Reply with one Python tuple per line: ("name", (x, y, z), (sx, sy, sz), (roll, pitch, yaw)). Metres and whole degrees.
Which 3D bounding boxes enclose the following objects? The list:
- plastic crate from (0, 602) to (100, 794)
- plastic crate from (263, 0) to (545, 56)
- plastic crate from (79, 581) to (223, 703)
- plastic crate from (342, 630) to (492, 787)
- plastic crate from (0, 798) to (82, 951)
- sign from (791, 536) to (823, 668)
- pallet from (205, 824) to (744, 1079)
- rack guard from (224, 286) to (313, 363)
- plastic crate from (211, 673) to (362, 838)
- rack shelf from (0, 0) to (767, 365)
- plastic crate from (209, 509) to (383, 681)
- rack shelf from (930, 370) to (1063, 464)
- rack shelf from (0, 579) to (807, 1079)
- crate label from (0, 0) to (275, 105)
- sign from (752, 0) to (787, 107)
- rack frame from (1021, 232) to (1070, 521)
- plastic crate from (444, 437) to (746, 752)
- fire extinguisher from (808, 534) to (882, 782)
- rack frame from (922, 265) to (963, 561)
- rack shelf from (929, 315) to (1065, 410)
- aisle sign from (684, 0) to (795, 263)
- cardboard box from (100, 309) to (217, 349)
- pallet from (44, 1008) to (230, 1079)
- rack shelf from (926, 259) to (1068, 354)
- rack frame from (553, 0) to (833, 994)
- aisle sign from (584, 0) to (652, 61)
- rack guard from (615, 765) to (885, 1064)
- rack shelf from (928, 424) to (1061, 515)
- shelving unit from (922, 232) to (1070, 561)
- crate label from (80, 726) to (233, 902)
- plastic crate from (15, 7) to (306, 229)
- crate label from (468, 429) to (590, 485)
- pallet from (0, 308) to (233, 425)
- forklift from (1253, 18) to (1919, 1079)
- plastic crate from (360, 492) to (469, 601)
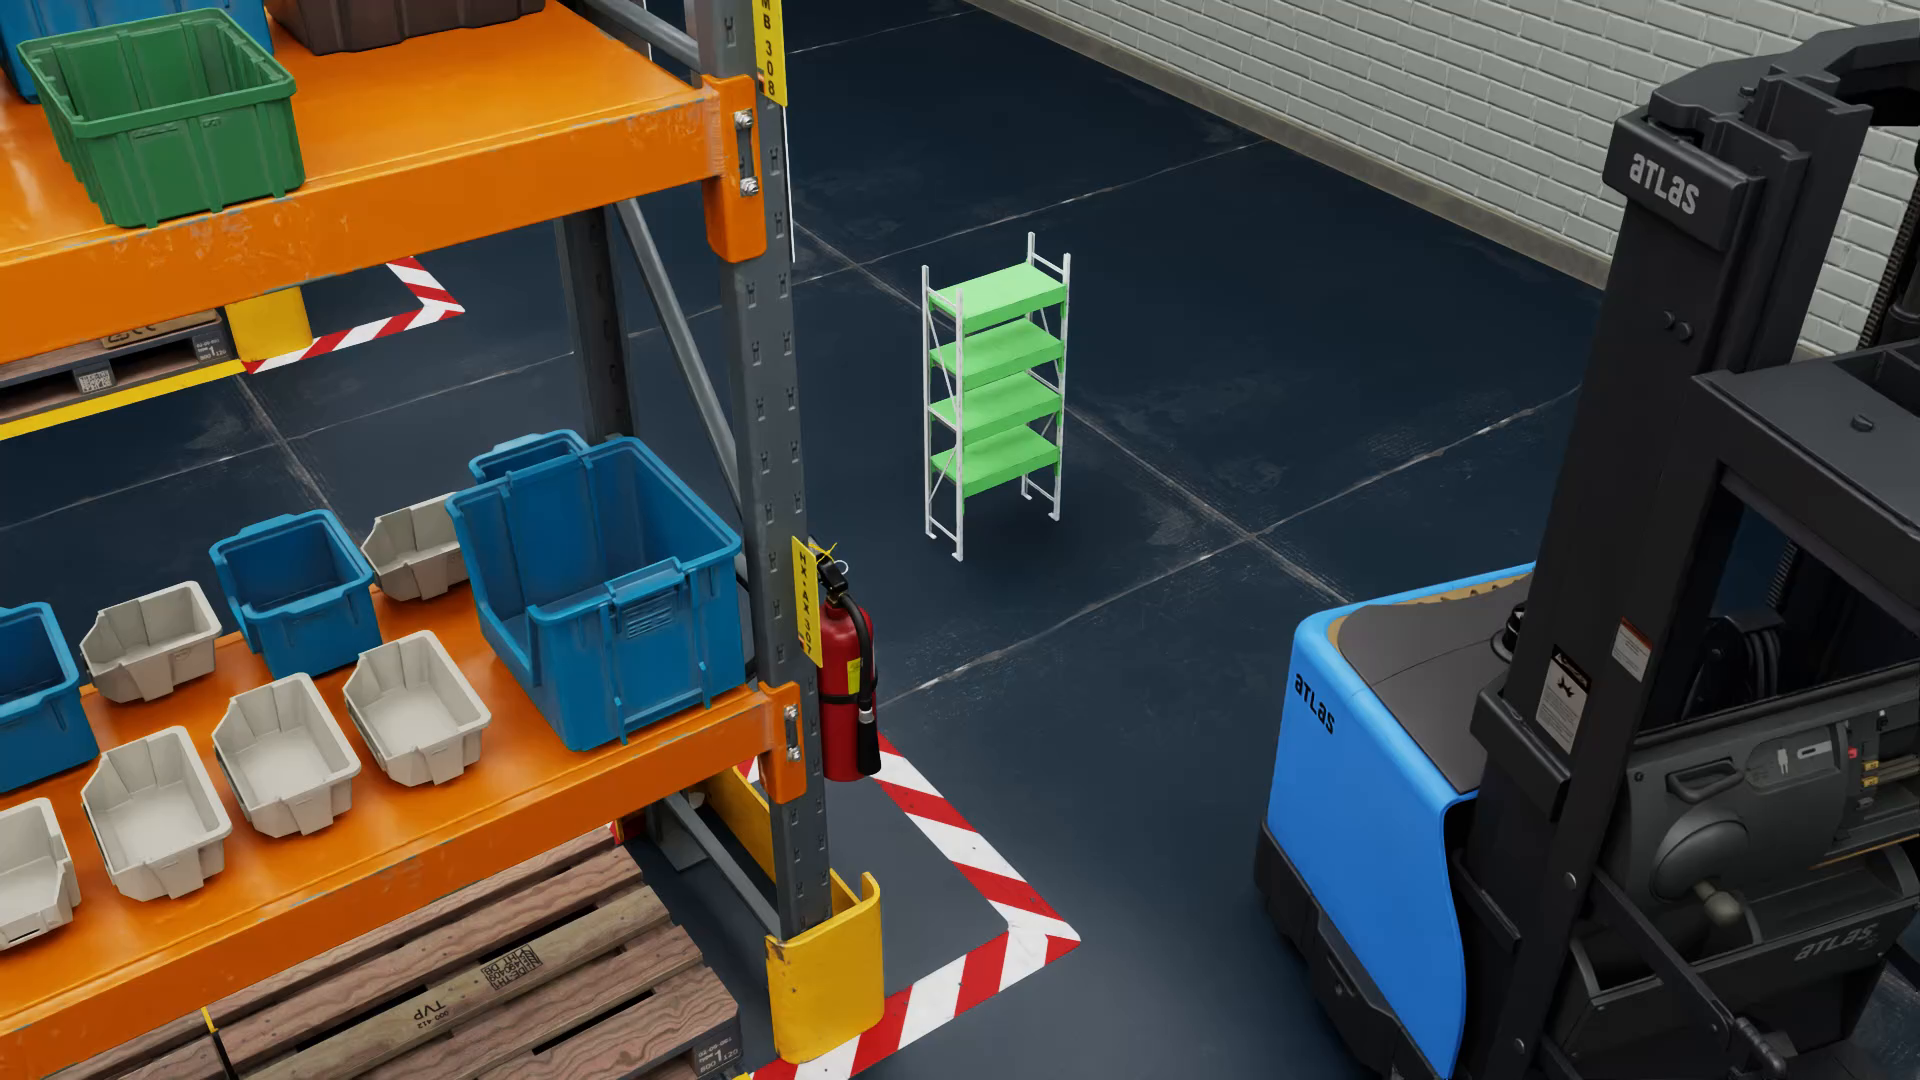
("plastic crate", (-2.150, 0.367, 3.762), (0.300, 0.233, 0.416), (-22, 41, -28))
("plastic crate", (-1.158, -1.213, 3.411), (0.590, 0.269, 0.497), (-22, 41, -28))
("plastic crate", (-1.938, 0.260, 3.994), (0.298, 0.136, 0.250), (-22, 41, -28))
("plastic crate", (-1.245, 0.398, 3.802), (0.243, 0.136, 0.396), (-22, 41, -28))
("plastic crate", (-1.935, 0.703, 3.378), (0.250, 0.136, 0.298), (-22, 41, -28))
("sign", (-0.352, 0.146, 3.839), (0.005, 0.325, 0.100), (-22, 41, -28))
("pallet", (-1.379, 1.346, 4.698), (1.213, 0.211, 1.003), (-22, 41, -28))
("rack guard", (-3.595, -1.370, 8.227), (0.348, 0.500, 1.175), (-22, 41, -28))
("plastic crate", (-1.490, 0.489, 3.676), (0.243, 0.136, 0.396), (-22, 41, -28))
("rack shelf", (-2.317, -0.298, 2.643), (4.000, 0.370, 1.077), (-22, 41, -28))
("plastic crate", (-1.612, 0.146, 4.070), (0.300, 0.233, 0.416), (-22, 41, -28))
("rack shelf", (0.135, -0.491, 6.514), (0.480, 0.148, 0.258), (-22, 41, -28))
("rack shelf", (-2.317, 0.920, 3.518), (4.000, 0.370, 1.077), (-22, 41, -28))
("crate label", (-1.623, -1.046, 3.194), (0.502, 0.251, 0.408), (-22, 41, -28))
("sign", (-0.352, -0.963, 3.041), (0.005, 0.325, 0.100), (-22, 41, -28))
("rack frame", (0.335, -0.625, 6.591), (0.015, 1.200, 0.240), (-22, 41, -28))
("plastic crate", (-0.849, 0.118, 3.935), (0.499, 0.435, 0.616), (-22, 41, -28))
("fire extinguisher", (-0.298, 0.304, 4.144), (0.183, 0.674, 0.296), (-22, 41, -28))
("rack frame", (-0.064, -0.461, 6.363), (0.015, 1.200, 0.240), (-22, 41, -28))
("rack shelf", (0.135, -0.686, 6.374), (0.480, 0.148, 0.258), (-22, 41, -28))
("aisle sign", (-0.455, -0.985, 3.324), (0.004, 0.787, 0.394), (-22, 41, -28))
("cardboard box", (-3.836, -1.274, 7.716), (0.500, 0.500, 0.500), (-22, 41, -28))
("pallet", (-2.375, 1.754, 4.131), (1.213, 0.211, 1.003), (-22, 41, -28))
("rack shelf", (0.135, -0.881, 6.234), (0.480, 0.148, 0.258), (-22, 41, -28))
("rack frame", (-0.683, -0.045, 4.244), (0.127, 3.000, 1.000), (-22, 41, -28))
("aisle sign", (-0.795, -1.266, 3.715), (0.004, 0.787, 0.394), (-22, 41, -28))
("rack guard", (-0.670, 0.955, 4.993), (0.348, 0.500, 1.175), (-22, 41, -28))
("rack shelf", (0.135, -0.296, 6.655), (0.480, 0.148, 0.258), (-22, 41, -28))
("shelving unit", (0.135, -0.543, 6.477), (0.503, 1.200, 0.258), (-22, 41, -28))
("crate label", (-1.704, 0.594, 3.529), (0.243, 0.136, 0.396), (-22, 41, -28))
("plastic crate", (-1.324, -0.709, 2.779), (0.336, 0.188, 0.450), (-22, 41, -28))
("crate label", (-1.074, -0.076, 4.378), (0.303, 0.233, 0.416), (-22, 41, -28))
("pallet", (-4.246, -0.984, 7.938), (1.213, 0.211, 1.003), (-22, 41, -28))
("forklift", (1.879, 0.613, 3.388), (1.130, 2.935, 3.031), (-12, 37, -16))
("plastic crate", (-1.384, 0.032, 4.311), (0.298, 0.136, 0.250), (-22, 41, -28))
